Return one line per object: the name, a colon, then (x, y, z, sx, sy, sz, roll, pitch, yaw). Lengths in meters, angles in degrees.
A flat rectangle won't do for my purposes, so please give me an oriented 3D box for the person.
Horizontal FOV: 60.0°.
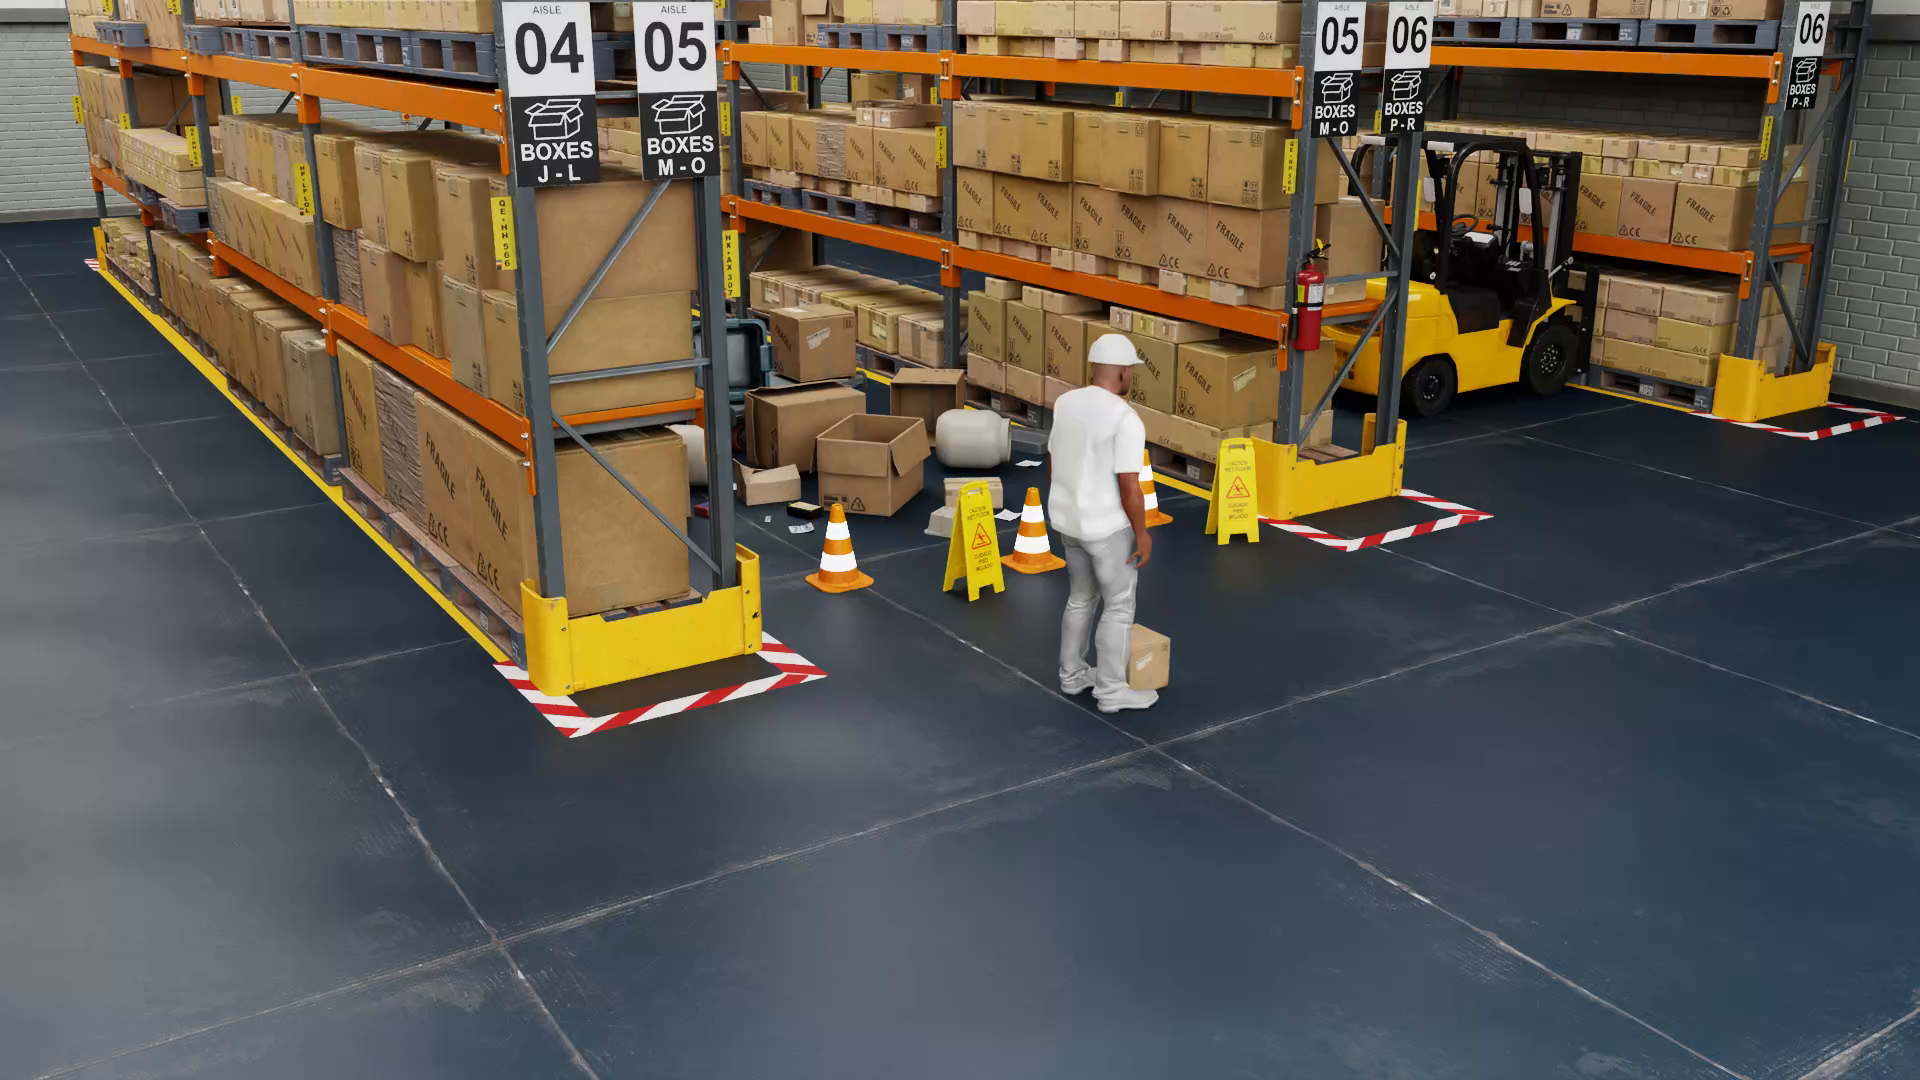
person: (0.662, -0.087, 7.798, 0.463, 1.759, 0.624, -13, 22, -34)
